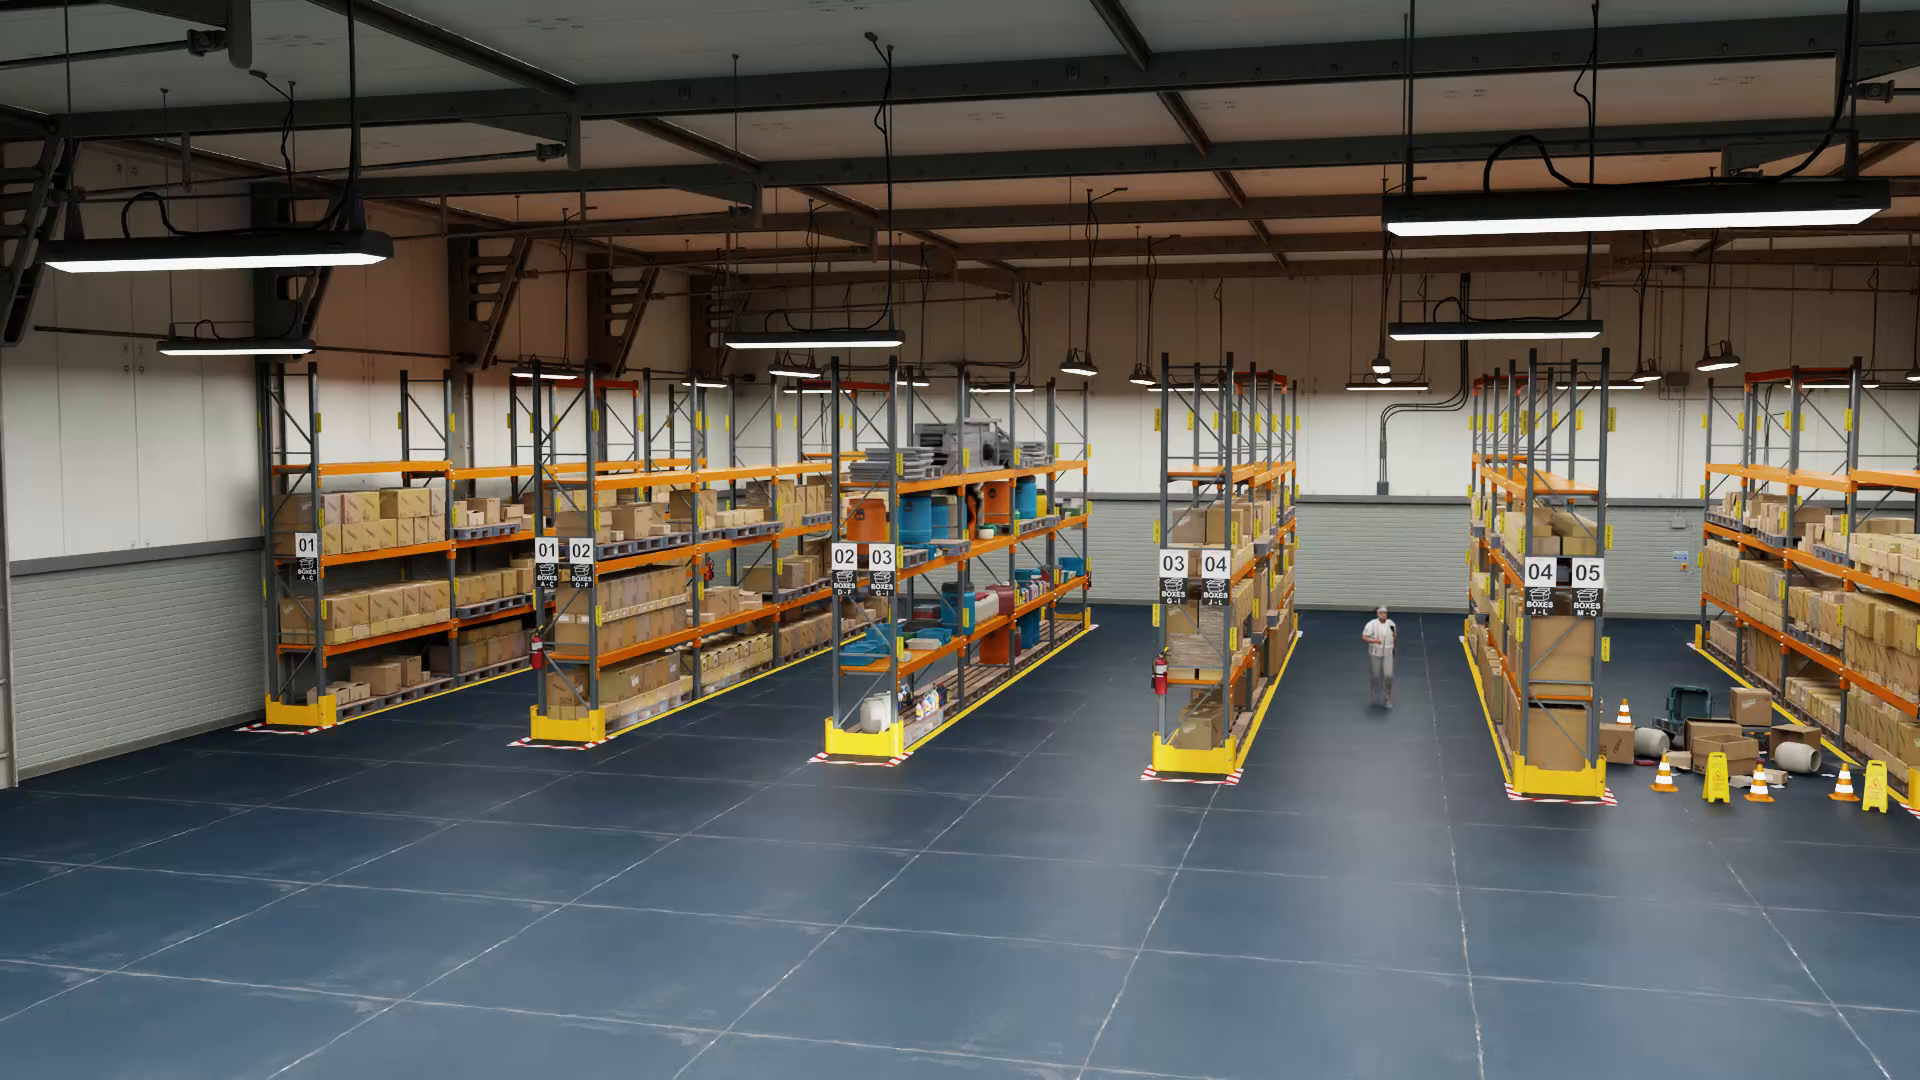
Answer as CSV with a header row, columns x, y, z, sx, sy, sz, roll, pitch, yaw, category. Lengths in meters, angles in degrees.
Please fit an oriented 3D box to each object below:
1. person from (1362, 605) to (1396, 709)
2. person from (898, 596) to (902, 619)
x,y,z,sx,sy,sz,roll,pitch,yaw,category
7.450,2.049,29.500,0.642,1.837,0.812,0,4,4,person
-1.795,1.196,42.802,0.804,1.673,0.609,2,5,27,person
